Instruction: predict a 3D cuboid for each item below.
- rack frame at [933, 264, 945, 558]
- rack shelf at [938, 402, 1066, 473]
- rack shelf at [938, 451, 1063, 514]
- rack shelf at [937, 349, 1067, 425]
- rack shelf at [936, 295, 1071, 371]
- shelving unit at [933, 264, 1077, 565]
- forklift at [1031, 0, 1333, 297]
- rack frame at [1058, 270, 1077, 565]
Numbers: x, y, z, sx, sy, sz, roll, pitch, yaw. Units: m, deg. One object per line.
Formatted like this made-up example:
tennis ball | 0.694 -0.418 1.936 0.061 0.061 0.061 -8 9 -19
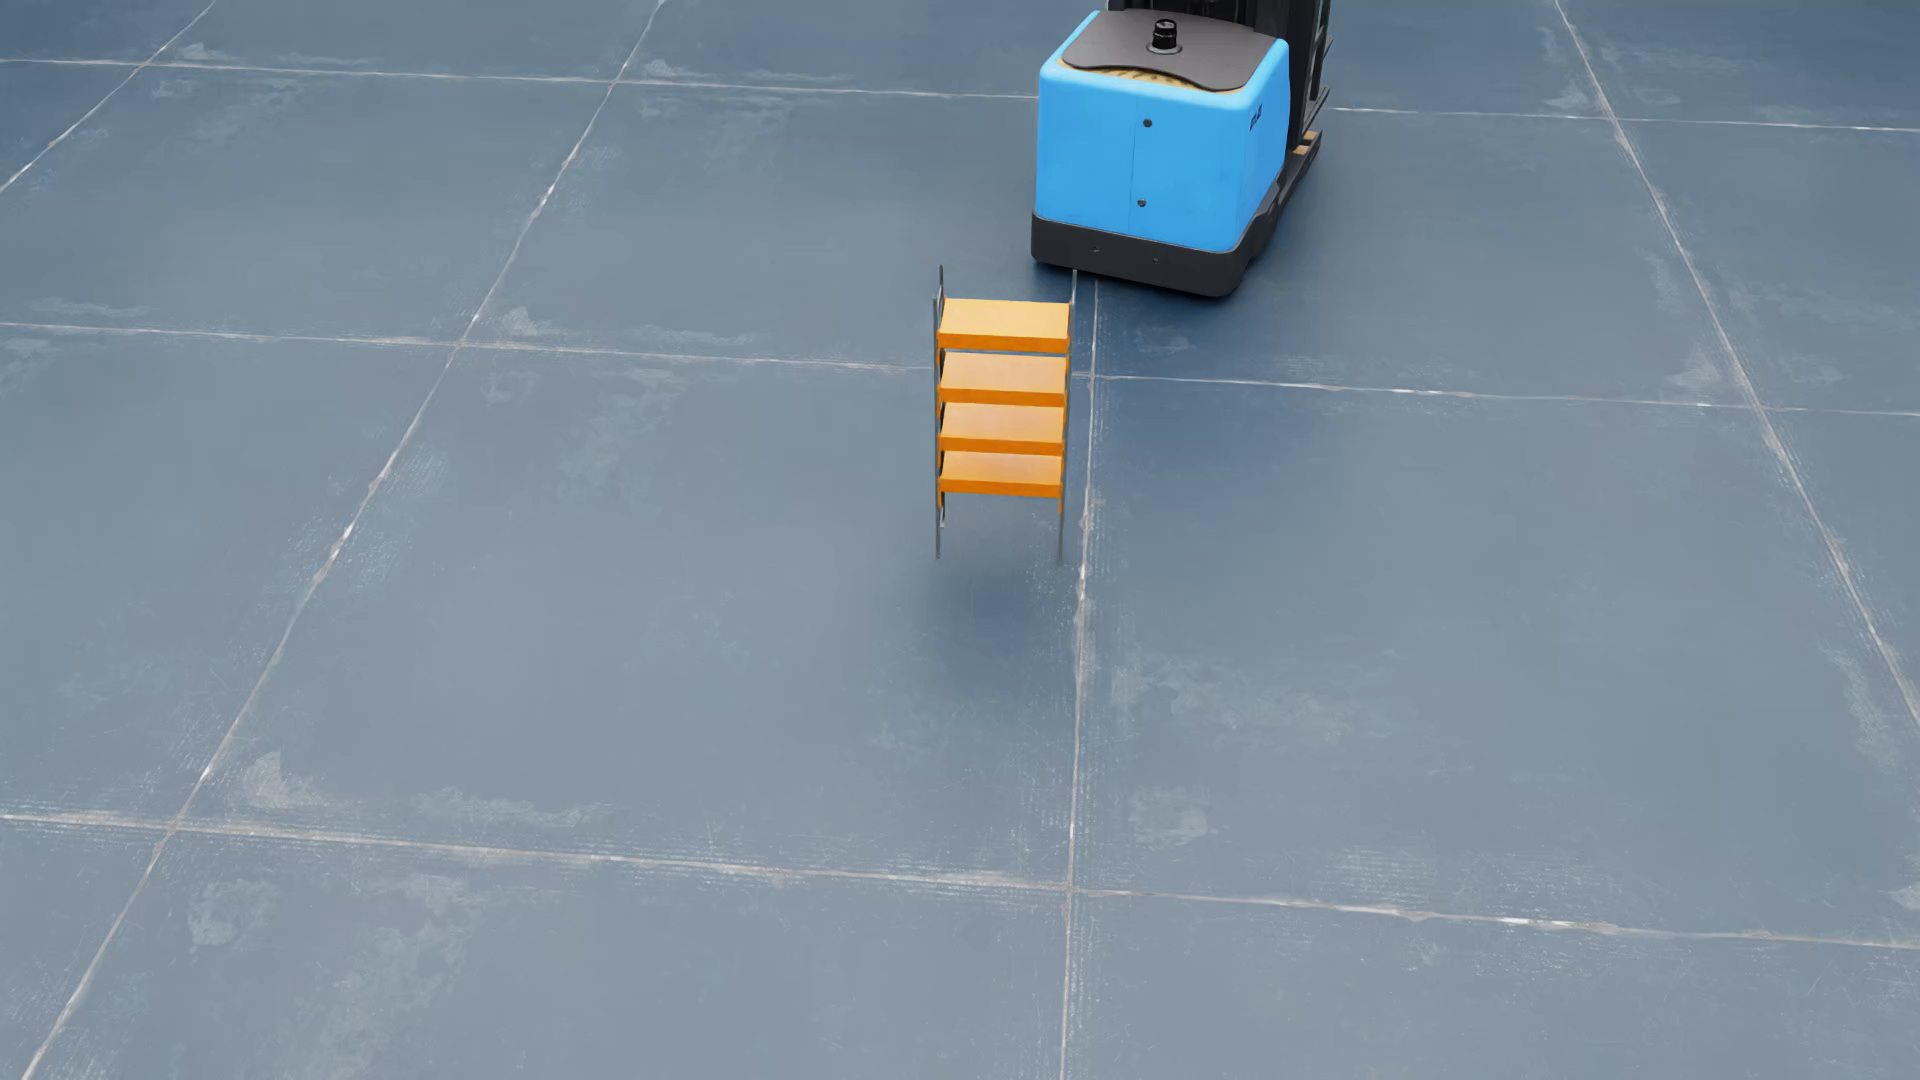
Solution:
rack frame | -0.078 -0.470 6.376 0.015 1.200 0.240 3 39 4
rack shelf | 0.165 -0.404 6.403 0.480 0.148 0.258 3 39 4
rack shelf | 0.165 -0.250 6.528 0.480 0.148 0.258 3 39 4
rack shelf | 0.165 -0.578 6.261 0.480 0.148 0.258 3 39 4
rack shelf | 0.165 -0.761 6.112 0.480 0.148 0.258 3 39 4
shelving unit | 0.165 -0.456 6.360 0.503 1.200 0.258 3 39 4
forklift | 1.391 -3.254 8.426 1.130 2.935 3.031 15 41 17
rack frame | 0.408 -0.443 6.344 0.015 1.200 0.240 3 39 4
